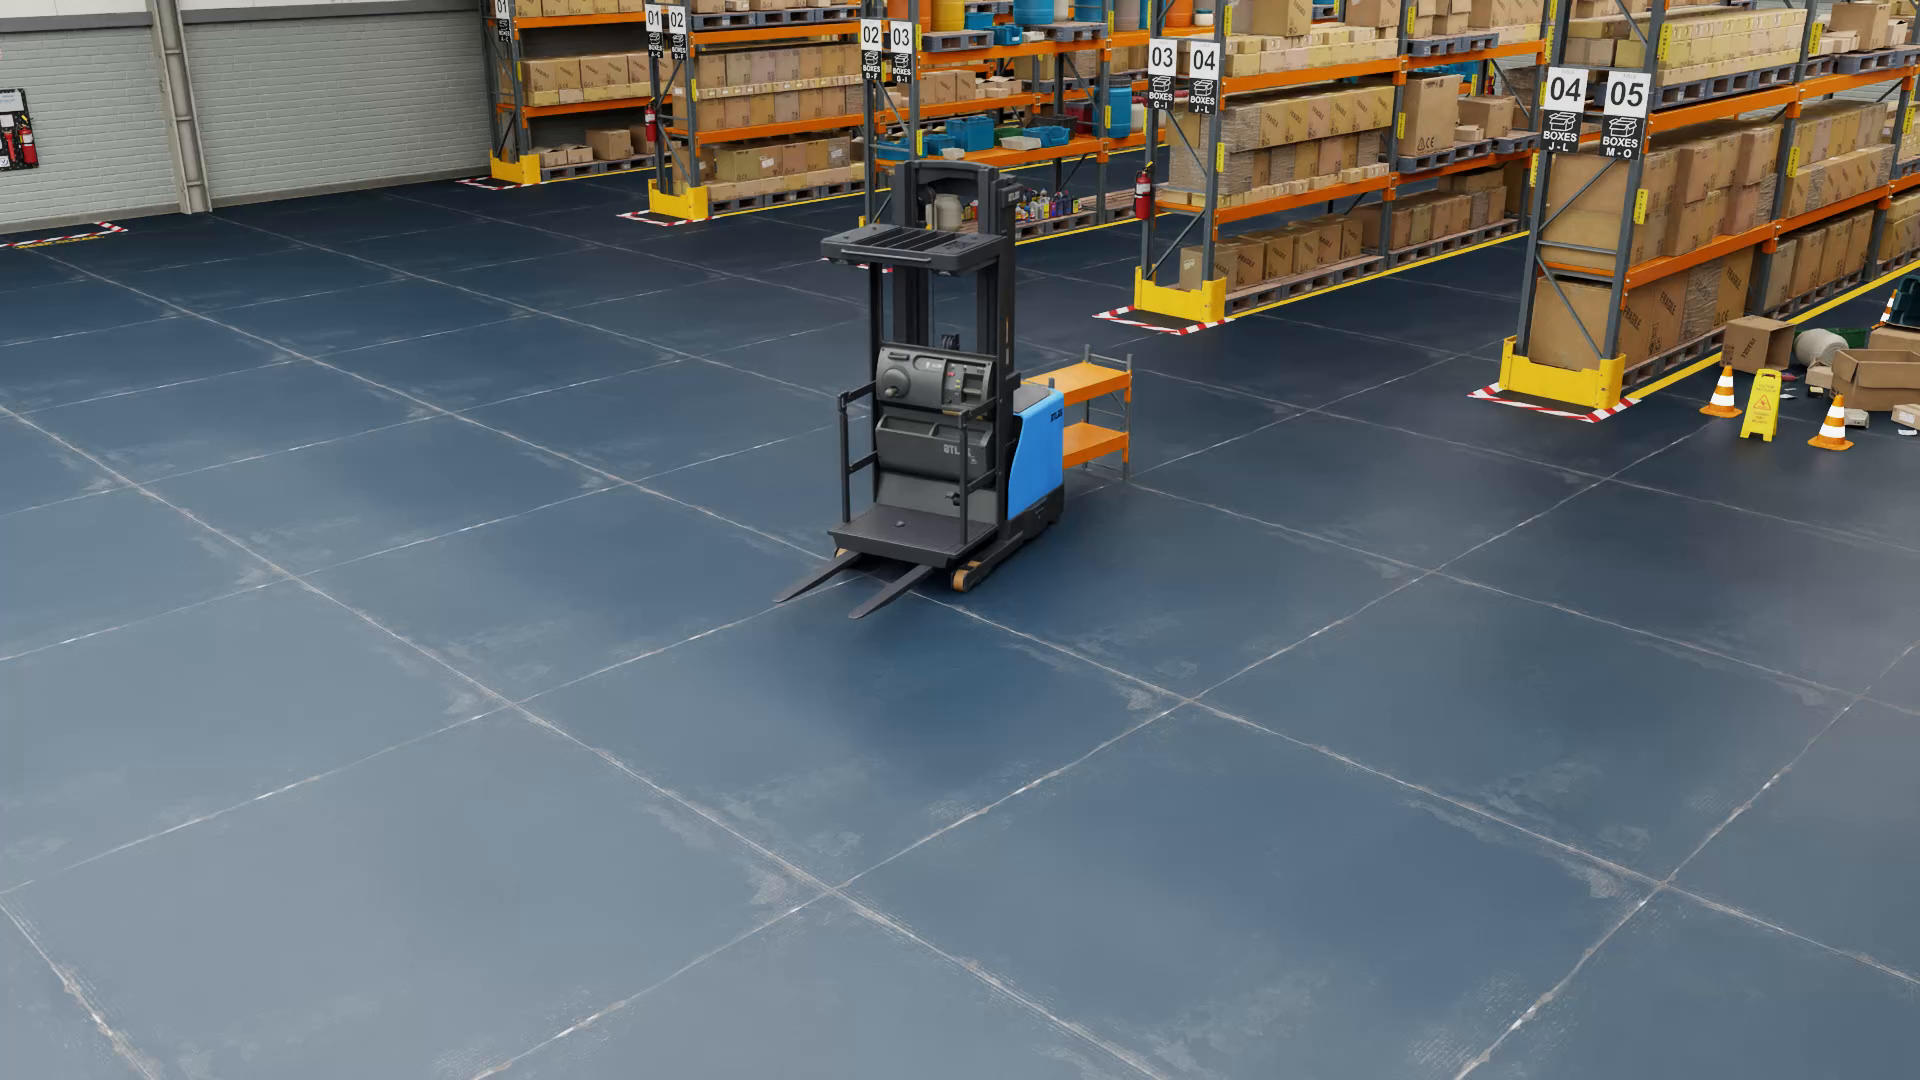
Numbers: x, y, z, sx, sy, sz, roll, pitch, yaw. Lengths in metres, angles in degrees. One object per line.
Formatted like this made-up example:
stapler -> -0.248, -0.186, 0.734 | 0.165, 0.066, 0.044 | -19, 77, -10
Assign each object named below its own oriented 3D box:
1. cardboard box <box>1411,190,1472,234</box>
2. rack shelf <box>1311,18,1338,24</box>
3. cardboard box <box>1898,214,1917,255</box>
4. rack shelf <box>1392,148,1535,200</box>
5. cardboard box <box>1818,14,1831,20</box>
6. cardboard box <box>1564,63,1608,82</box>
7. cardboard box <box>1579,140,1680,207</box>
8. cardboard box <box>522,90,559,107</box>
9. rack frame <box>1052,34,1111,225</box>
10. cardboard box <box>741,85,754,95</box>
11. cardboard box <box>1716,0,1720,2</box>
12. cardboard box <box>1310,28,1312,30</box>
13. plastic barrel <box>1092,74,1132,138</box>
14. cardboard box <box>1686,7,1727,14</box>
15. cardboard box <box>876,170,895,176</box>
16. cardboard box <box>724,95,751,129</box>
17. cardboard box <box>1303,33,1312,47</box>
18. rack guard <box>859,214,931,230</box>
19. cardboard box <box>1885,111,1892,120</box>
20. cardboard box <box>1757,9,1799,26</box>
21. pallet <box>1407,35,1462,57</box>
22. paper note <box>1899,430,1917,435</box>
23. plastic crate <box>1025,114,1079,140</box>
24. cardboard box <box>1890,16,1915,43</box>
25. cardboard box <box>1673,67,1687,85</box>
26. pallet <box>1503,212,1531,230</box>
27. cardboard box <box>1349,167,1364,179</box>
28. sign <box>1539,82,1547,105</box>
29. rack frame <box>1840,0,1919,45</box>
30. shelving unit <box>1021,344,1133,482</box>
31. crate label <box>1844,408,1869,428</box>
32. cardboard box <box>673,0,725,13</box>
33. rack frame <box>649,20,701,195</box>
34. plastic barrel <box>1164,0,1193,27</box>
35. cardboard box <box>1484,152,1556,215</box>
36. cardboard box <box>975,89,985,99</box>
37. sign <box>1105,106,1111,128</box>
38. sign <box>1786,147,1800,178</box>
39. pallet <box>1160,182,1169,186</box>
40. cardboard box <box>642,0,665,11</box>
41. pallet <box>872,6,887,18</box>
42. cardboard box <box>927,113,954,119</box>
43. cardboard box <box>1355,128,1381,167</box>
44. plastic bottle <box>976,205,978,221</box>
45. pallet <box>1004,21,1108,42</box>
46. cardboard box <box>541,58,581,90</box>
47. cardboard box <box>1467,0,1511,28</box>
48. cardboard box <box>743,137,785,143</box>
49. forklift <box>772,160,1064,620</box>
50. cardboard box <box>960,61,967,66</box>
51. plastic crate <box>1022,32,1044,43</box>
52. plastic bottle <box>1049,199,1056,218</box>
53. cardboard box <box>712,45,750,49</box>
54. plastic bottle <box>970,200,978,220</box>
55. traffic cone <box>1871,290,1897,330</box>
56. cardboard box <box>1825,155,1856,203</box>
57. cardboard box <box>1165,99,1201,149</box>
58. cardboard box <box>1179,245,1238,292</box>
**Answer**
cardboard box -> 6.968, -4.769, 24.171 | 0.500, 0.500, 0.700 | -17, 27, -38
rack shelf -> 6.036, -9.019, 29.179 | 1.077, 0.370, 4.000 | 19, 28, 41
cardboard box -> 12.697, -4.211, 22.747 | 0.500, 0.500, 0.500 | 20, 28, 41
rack shelf -> 6.794, -5.351, 23.817 | 1.077, 0.370, 4.000 | 19, 28, 41
cardboard box -> 11.010, -6.403, 20.772 | 0.500, 0.311, 0.500 | 19, 28, 41
cardboard box -> 6.081, -4.573, 16.235 | 0.380, 0.149, 0.250 | 19, 28, 41
cardboard box -> 6.696, -3.701, 16.808 | 0.875, 0.550, 0.550 | 19, 28, 41
cardboard box -> -7.471, -7.849, 29.495 | 0.500, 0.250, 0.500 | 18, 28, 39
rack frame -> 1.850, -6.412, 25.576 | 1.000, 3.000, 0.127 | 19, 28, 41
cardboard box -> -3.524, -7.218, 26.628 | 0.380, 0.149, 0.250 | 19, 28, 40
cardboard box -> 12.967, -9.685, 29.046 | 0.700, 0.500, 0.500 | 18, 27, 39
cardboard box -> 4.221, -6.412, 21.048 | 0.380, 0.149, 0.250 | 19, 28, 40
plastic barrel -> 2.337, -6.669, 25.547 | 0.600, 0.901, 0.708 | 19, 28, 41
cardboard box -> 8.031, -5.663, 17.961 | 0.380, 0.149, 0.250 | 19, 28, 40
cardboard box -> -1.237, -6.607, 29.330 | 0.500, 0.250, 0.500 | 18, 28, 39
cardboard box -> -3.789, -6.924, 26.769 | 0.500, 0.500, 0.700 | -19, 28, -41
cardboard box -> 4.039, -6.075, 20.171 | 0.380, 0.149, 0.250 | 19, 28, 40
rack guard -> -0.921, -4.248, 23.431 | 1.175, 0.500, 0.348 | 19, 28, 41
cardboard box -> 12.772, -5.929, 23.255 | 0.250, 0.149, 0.380 | -19, 28, -40
cardboard box -> 8.679, -5.564, 17.703 | 0.380, 0.149, 0.250 | 19, 28, 40
pallet -> 5.906, -6.617, 22.190 | 1.213, 0.211, 1.003 | 19, 28, 41
paper note -> 8.942, -1.019, 15.684 | 0.148, 0.019, 0.142 | 9, 23, 23
plastic crate -> 1.394, -6.280, 25.320 | 0.767, 0.338, 0.504 | 19, 28, 41
cardboard box -> 12.262, -6.460, 21.381 | 0.500, 0.500, 0.500 | 19, 28, 41
cardboard box -> 6.738, -4.476, 15.983 | 0.380, 0.149, 0.250 | 20, 28, 41
pallet -> 8.793, -5.083, 26.004 | 1.003, 0.211, 1.213 | 19, 28, 41
cardboard box -> 5.061, -4.815, 21.771 | 0.380, 0.149, 0.250 | 19, 28, 41
sign -> 8.585, -6.571, 24.485 | 0.100, 0.325, 0.005 | 19, 28, 41
rack frame -> 11.673, -7.733, 20.652 | 1.000, 3.000, 0.127 | 19, 28, 41
shelving unit -> 0.918, -0.962, 14.010 | 0.538, 1.125, 1.048 | 19, 28, 40
crate label -> 8.556, -1.169, 15.925 | 0.250, 0.136, 0.298 | 5, 22, 13
cardboard box -> -4.083, -8.481, 25.853 | 0.637, 0.503, 0.797 | -18, 27, -38
rack frame -> -4.487, -6.624, 26.129 | 1.000, 3.000, 0.127 | 19, 28, 41
plastic barrel -> 3.456, -8.716, 26.790 | 0.600, 0.830, 0.708 | 19, 28, 41
cardboard box -> 8.686, -5.577, 25.780 | 1.225, 0.875, 0.875 | 18, 27, 38
cardboard box -> 0.245, -8.222, 30.634 | 0.250, 0.149, 0.380 | -18, 27, -38
sign -> 2.237, -6.401, 25.161 | 0.100, 0.325, 0.005 | 19, 28, 41
sign -> 9.281, -4.208, 18.523 | 0.100, 0.325, 0.005 | 19, 28, 41
pallet -> 4.072, -5.949, 28.258 | 1.003, 0.211, 1.213 | 19, 28, 41
cardboard box -> -5.785, -10.029, 30.639 | 0.500, 0.500, 0.500 | 16, 26, 36
pallet -> -1.090, -9.194, 28.898 | 0.805, 0.209, 1.217 | 18, 27, 39
cardboard box -> -0.645, -9.712, 36.572 | 0.750, 0.750, 0.750 | -19, 28, -40
cardboard box -> 5.041, -5.258, 22.019 | 0.875, 0.500, 0.500 | 19, 28, 41
plastic bottle -> 0.299, -4.934, 24.905 | 0.061, 0.283, 0.133 | 19, 28, 41
pallet -> 1.417, -7.514, 24.525 | 1.213, 0.211, 1.003 | 19, 28, 41
cardboard box -> -7.138, -8.325, 29.688 | 0.500, 0.500, 0.500 | 19, 28, 41
cardboard box -> 7.329, -7.438, 23.227 | 0.500, 0.500, 0.500 | -20, 28, -41
cardboard box -> -3.289, -6.488, 27.976 | 0.500, 0.500, 0.500 | 19, 28, 41
forklift -> -0.289, -1.170, 12.034 | 1.130, 2.935, 3.031 | 11, 23, 26
cardboard box -> -0.072, -10.556, 36.680 | 0.250, 0.149, 0.380 | -19, 28, -40
plastic crate -> 1.020, -7.175, 23.748 | 0.243, 0.136, 0.396 | 19, 28, 41
plastic bottle -> 1.390, -5.010, 25.101 | 0.133, 0.283, 0.061 | -18, 27, -39
cardboard box -> -4.473, -9.408, 32.617 | 0.500, 0.500, 0.700 | -17, 27, -37
plastic bottle -> 0.222, -4.958, 24.975 | 0.152, 0.276, 0.135 | 20, 28, 41
traffic cone -> 10.900, -2.688, 19.422 | 0.336, 0.463, 0.334 | 19, 28, 41
cardboard box -> 10.498, -4.408, 20.222 | 0.500, 0.500, 0.500 | -20, 28, -41
cardboard box -> 2.815, -5.000, 19.954 | 0.500, 0.500, 0.500 | 19, 28, 41
cardboard box -> 3.056, -3.330, 20.455 | 0.500, 0.500, 0.500 | -14, 25, -32
